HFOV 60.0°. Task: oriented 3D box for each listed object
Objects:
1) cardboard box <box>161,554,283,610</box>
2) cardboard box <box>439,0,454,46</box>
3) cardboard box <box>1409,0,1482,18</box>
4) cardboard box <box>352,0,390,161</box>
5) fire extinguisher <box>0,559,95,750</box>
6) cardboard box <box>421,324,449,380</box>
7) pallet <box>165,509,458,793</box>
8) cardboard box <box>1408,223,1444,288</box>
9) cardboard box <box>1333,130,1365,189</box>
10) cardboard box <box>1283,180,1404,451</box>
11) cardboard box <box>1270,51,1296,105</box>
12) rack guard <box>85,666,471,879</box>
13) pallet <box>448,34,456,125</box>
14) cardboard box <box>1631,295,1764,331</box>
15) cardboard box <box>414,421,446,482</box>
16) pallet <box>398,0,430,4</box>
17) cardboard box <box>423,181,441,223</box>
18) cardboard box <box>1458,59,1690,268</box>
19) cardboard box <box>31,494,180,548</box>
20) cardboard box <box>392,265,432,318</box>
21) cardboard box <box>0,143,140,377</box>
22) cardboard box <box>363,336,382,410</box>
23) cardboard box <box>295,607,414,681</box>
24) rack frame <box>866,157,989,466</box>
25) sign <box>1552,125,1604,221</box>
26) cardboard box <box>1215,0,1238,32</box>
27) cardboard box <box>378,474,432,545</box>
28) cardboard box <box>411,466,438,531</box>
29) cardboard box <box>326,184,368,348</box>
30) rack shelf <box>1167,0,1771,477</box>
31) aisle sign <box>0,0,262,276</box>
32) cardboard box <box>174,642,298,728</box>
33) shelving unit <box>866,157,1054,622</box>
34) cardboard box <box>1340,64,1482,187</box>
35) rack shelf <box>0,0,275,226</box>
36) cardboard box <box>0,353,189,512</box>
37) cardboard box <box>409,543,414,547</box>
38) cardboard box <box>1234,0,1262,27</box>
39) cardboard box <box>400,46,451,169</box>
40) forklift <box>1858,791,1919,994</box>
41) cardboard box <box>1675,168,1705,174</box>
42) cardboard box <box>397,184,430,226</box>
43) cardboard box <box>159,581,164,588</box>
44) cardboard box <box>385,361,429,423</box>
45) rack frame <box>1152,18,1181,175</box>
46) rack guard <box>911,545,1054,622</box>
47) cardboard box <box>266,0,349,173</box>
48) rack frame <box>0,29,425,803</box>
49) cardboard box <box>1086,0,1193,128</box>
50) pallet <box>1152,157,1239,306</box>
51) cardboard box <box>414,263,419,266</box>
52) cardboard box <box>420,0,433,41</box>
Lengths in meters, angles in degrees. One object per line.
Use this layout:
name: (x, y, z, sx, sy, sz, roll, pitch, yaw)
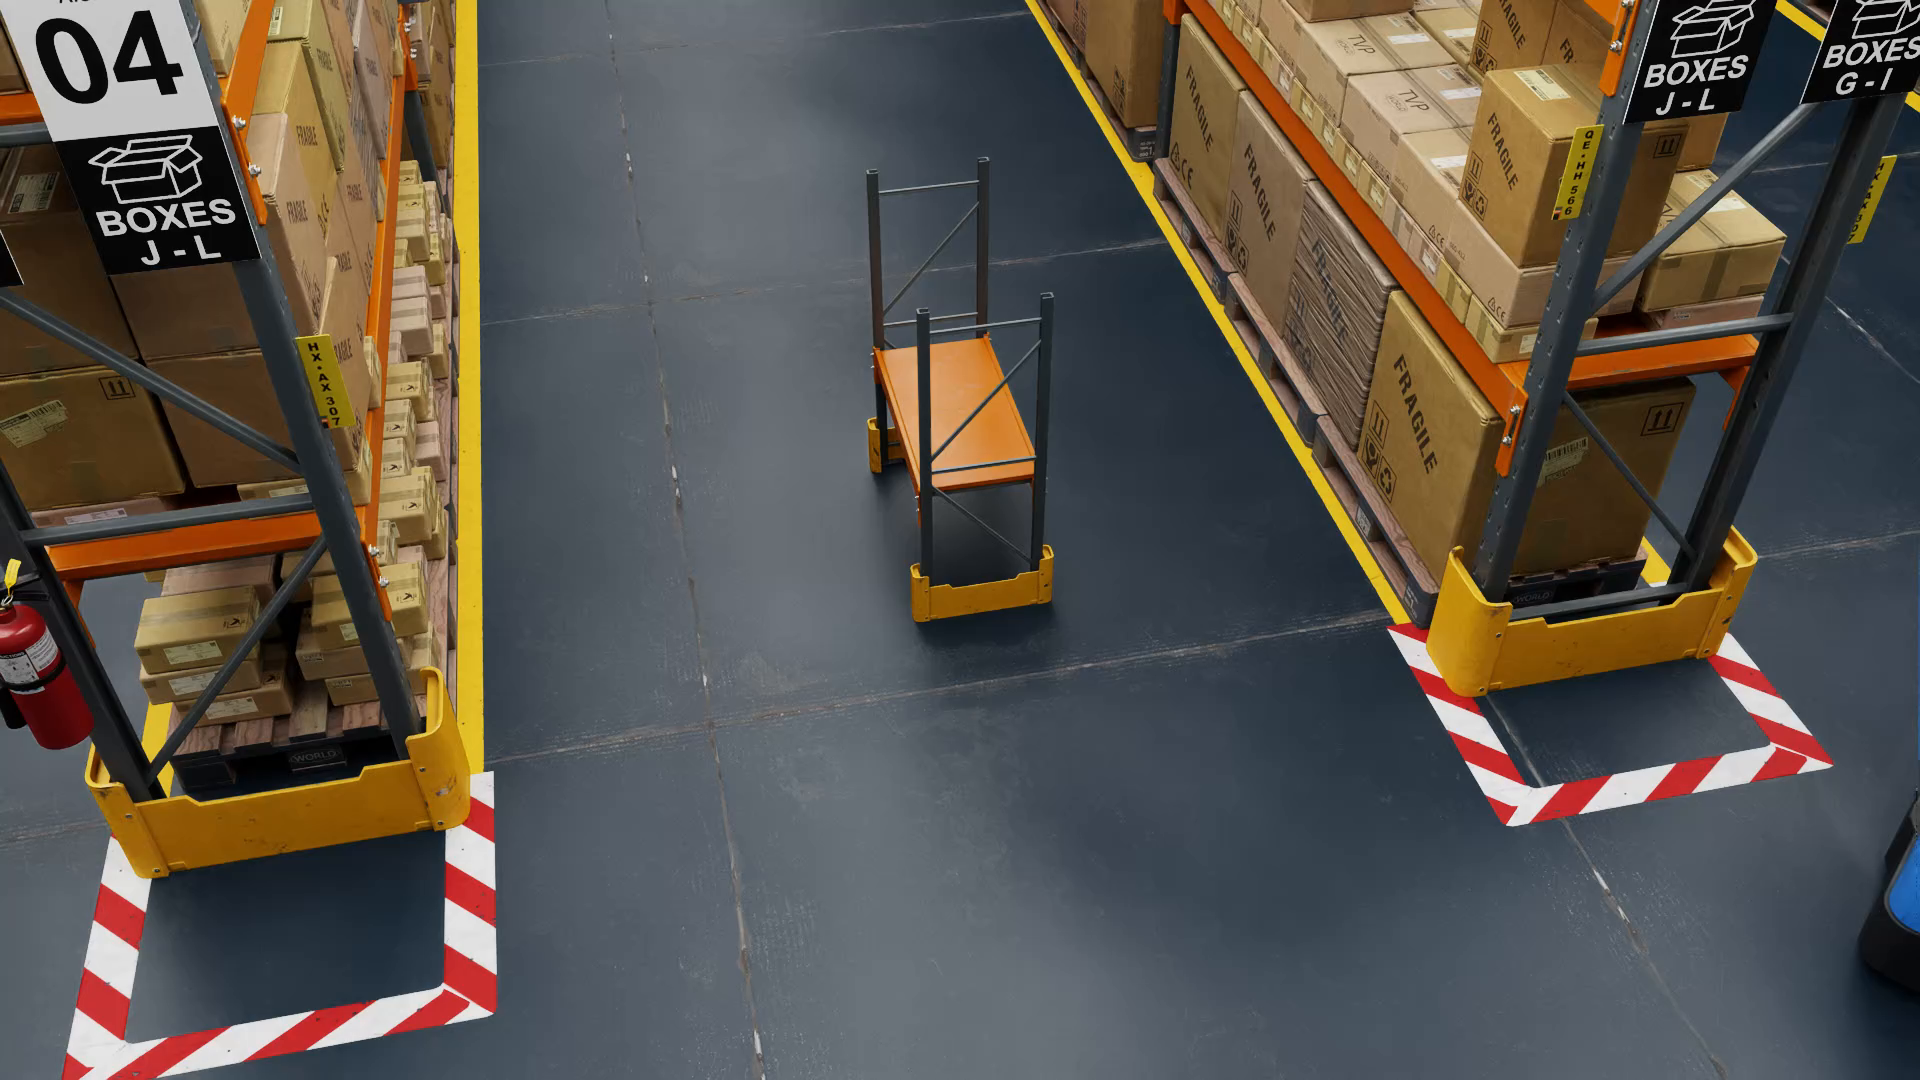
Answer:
cardboard box: (-2.743, 0.151, 6.203, 0.380, 0.149, 0.250, -8, 42, -8)
cardboard box: (-3.474, -3.399, 10.386, 0.500, 0.500, 0.500, -10, 43, -11)
cardboard box: (2.195, -2.436, 7.624, 0.500, 0.250, 0.500, -8, 42, -8)
cardboard box: (-2.649, -1.867, 6.794, 0.500, 0.500, 0.500, -9, 42, -10)
fire extinguisher: (-2.779, 0.340, 4.946, 0.296, 0.674, 0.183, -8, 42, -9)
cardboard box: (-2.605, -0.865, 7.796, 0.380, 0.149, 0.250, -8, 42, -9)
pallet: (-2.540, 0.404, 6.635, 1.003, 0.211, 1.213, -8, 42, -9)
cardboard box: (1.973, -1.124, 6.446, 0.380, 0.149, 0.250, -8, 42, -9)
cardboard box: (1.805, -1.622, 7.007, 0.380, 0.149, 0.250, -8, 42, -9)
cardboard box: (2.070, -1.058, 7.467, 0.875, 0.875, 0.875, -8, 42, -9)
cardboard box: (1.638, -2.122, 7.570, 0.380, 0.149, 0.250, -8, 42, -9)
rack guard: (-2.399, 0.828, 5.941, 1.175, 0.500, 0.348, -8, 42, -9)
pallet: (-3.682, -2.904, 10.363, 1.003, 0.211, 1.213, -8, 42, -9)
cardboard box: (2.728, -0.886, 6.178, 0.380, 0.149, 0.250, -8, 42, -9)
cardboard box: (-2.445, -0.359, 7.226, 0.380, 0.149, 0.250, -10, 43, -11)
pallet: (-3.269, -3.095, 8.621, 1.003, 0.211, 1.213, -8, 42, -9)
cardboard box: (-2.868, -1.694, 8.506, 0.380, 0.149, 0.250, -8, 42, -8)
cardboard box: (2.120, -1.316, 5.797, 0.500, 0.500, 0.500, -8, 42, -9)
cardboard box: (-2.729, -0.134, 5.331, 0.380, 0.149, 0.250, -8, 42, -9)
cardboard box: (-2.632, -1.108, 7.622, 0.380, 0.149, 0.250, -10, 43, -11)
cardboard box: (-2.724, -0.841, 4.885, 0.500, 0.500, 0.500, -9, 42, -10)
cardboard box: (-2.234, -0.562, 5.812, 0.380, 0.149, 0.250, -9, 42, -11)
cardboard box: (-2.245, 0.364, 6.187, 0.380, 0.149, 0.250, -7, 42, -7)
rack frame: (-0.128, -0.946, 7.186, 0.500, 1.500, 0.032, -8, 42, -9)
sign: (1.949, -1.156, 5.242, 0.100, 0.325, 0.005, -8, 42, -9)
cardboard box: (1.472, -2.621, 8.133, 0.380, 0.149, 0.250, -7, 42, -8)
cardboard box: (-2.270, -0.102, 6.489, 0.380, 0.149, 0.250, -8, 42, -9)
cardboard box: (-2.338, -0.149, 6.766, 0.380, 0.149, 0.250, -7, 42, -8)
cardboard box: (-2.350, -0.880, 5.682, 0.500, 0.500, 0.500, -8, 42, -9)
rack shelf: (2.050, -1.730, 7.481, 1.077, 0.370, 4.000, -8, 42, -9)
aisle sign: (-2.074, -1.025, 4.187, 0.394, 0.787, 0.004, -8, 42, -9)
cardboard box: (-2.700, 0.540, 6.213, 0.380, 0.149, 0.250, -8, 42, -9)
shelving unit: (-0.016, -0.610, 6.808, 0.587, 1.500, 1.083, -8, 42, -9)
cardboard box: (1.899, -1.693, 6.786, 0.500, 0.250, 0.500, -10, 43, -11)
rack shelf: (-2.814, -2.207, 5.759, 1.077, 0.370, 4.000, -8, 42, -9)
cardboard box: (-2.731, -0.461, 5.210, 0.500, 0.500, 0.500, -8, 42, -8)
cardboard box: (-2.380, 0.148, 6.655, 0.380, 0.149, 0.250, -8, 42, -9)
cardboard box: (1.567, -2.685, 7.905, 0.500, 0.250, 0.500, -9, 42, -9)
cardboard box: (-3.147, -2.390, 9.249, 0.500, 0.500, 0.500, -7, 42, -8)
forklift: (4.348, -0.199, 5.266, 1.130, 2.935, 3.031, 29, 49, 29)
cardboard box: (2.524, -1.444, 6.506, 0.500, 0.250, 0.500, -9, 42, -10)
cardboard box: (-2.821, -1.610, 8.188, 0.380, 0.149, 0.250, -8, 42, -9)
cardboard box: (-2.889, 0.103, 6.482, 0.380, 0.149, 0.250, -10, 43, -11)
cardboard box: (-2.467, -0.609, 7.060, 0.380, 0.149, 0.250, -8, 42, -9)
rack frame: (1.619, -3.295, 8.703, 1.000, 3.000, 0.127, -8, 42, -9)
rack guard: (0.091, 0.180, 6.859, 0.587, 0.250, 0.087, -8, 42, -9)
cardboard box: (-2.426, -1.576, 5.713, 0.500, 0.500, 0.500, -9, 42, -10)
rack frame: (-2.383, -0.057, 5.055, 1.000, 3.000, 0.127, -8, 42, -9)
cardboard box: (1.461, -3.070, 9.733, 1.225, 0.875, 0.875, -8, 42, -9)
pallet: (1.707, -1.749, 9.061, 1.003, 0.211, 1.213, -8, 42, -9)
cardboard box: (-2.764, -1.172, 7.918, 0.380, 0.149, 0.250, -8, 42, -9)
cardboard box: (-3.265, -3.015, 9.388, 0.500, 0.250, 0.500, -7, 42, -8)
